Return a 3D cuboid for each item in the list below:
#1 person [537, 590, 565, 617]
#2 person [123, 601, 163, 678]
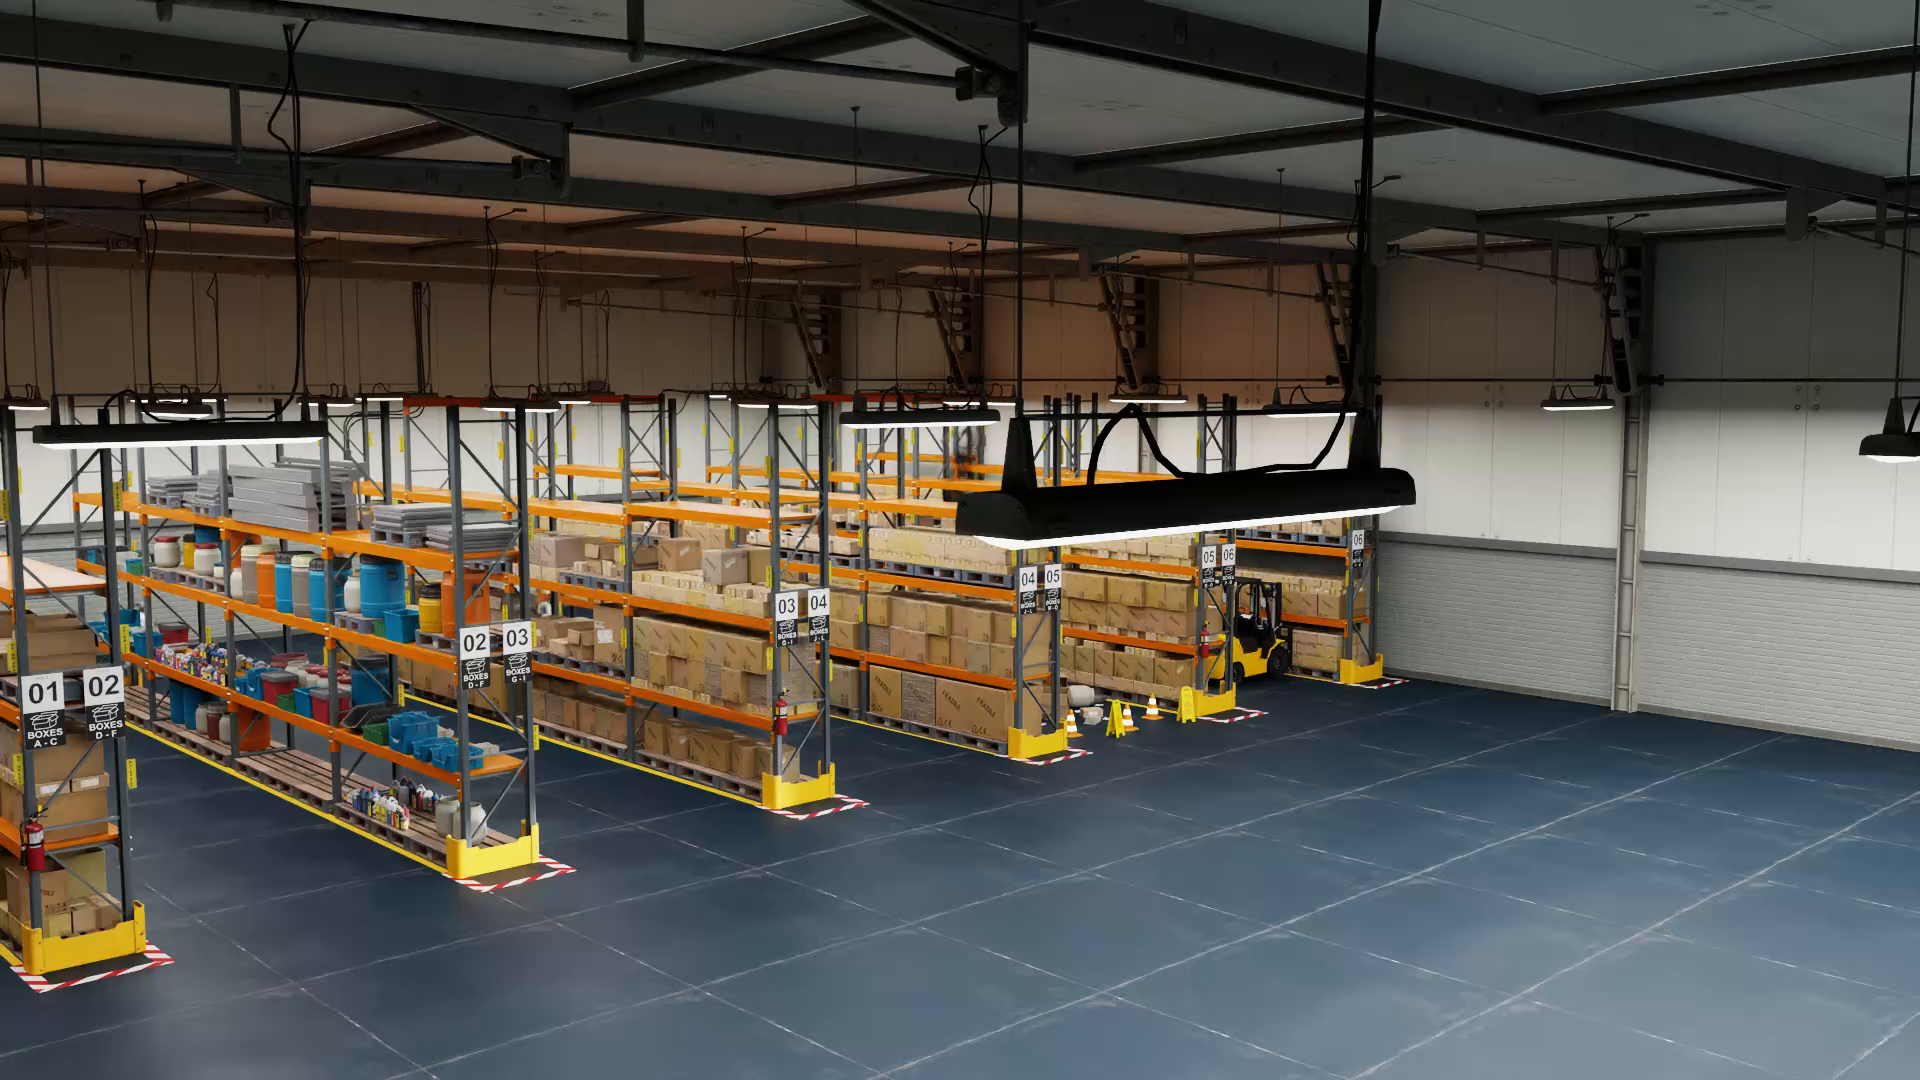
[{"bbox_3d":[-9.077,1.920,36.793,0.829,1.749,0.647,5,8,45],"label":"person"},{"bbox_3d":[-17.335,2.129,35.224,0.778,1.668,0.614,-3,6,-30],"label":"person"}]
